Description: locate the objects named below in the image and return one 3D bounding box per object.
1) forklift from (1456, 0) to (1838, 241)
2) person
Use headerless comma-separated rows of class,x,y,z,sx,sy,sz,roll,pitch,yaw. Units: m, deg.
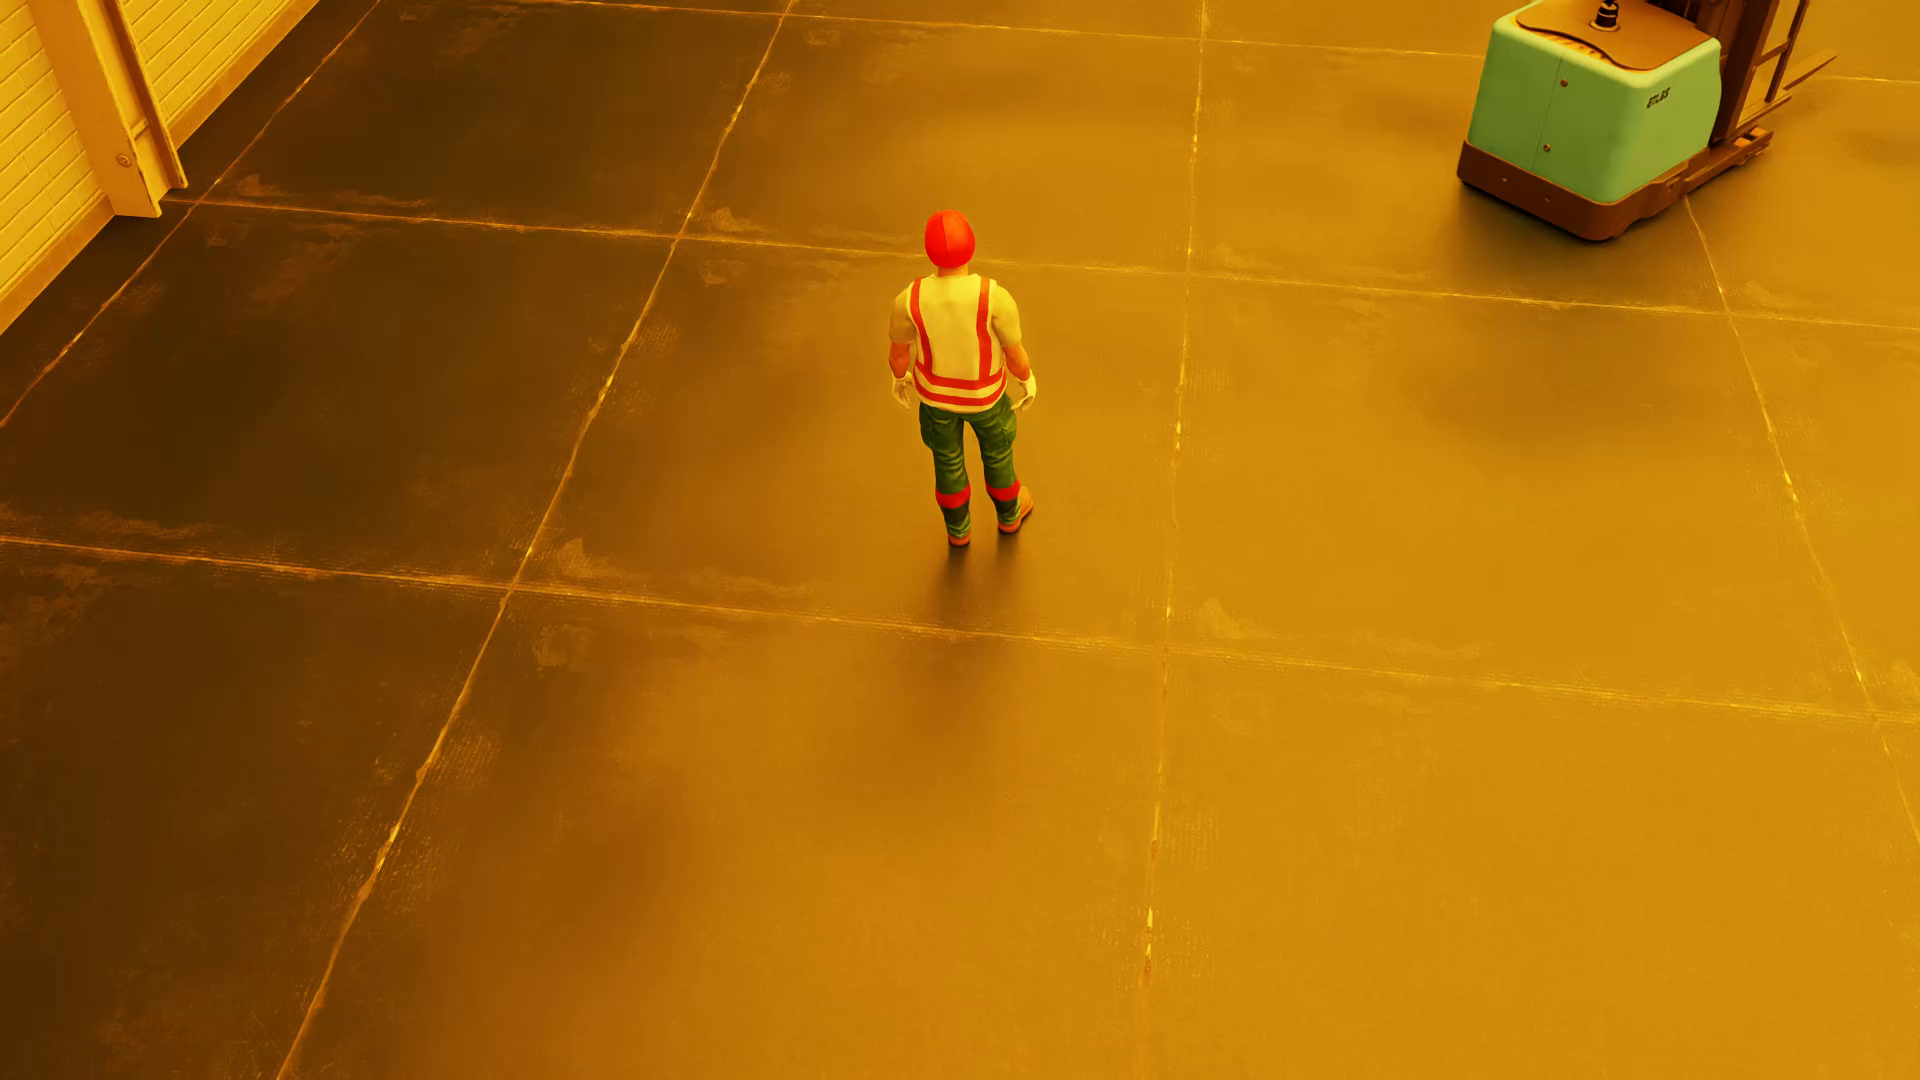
forklift,4.501,-3.676,9.726,3.031,2.935,1.130,-30,50,-29
person,0.023,-0.717,7.338,0.637,1.787,0.564,5,43,6
